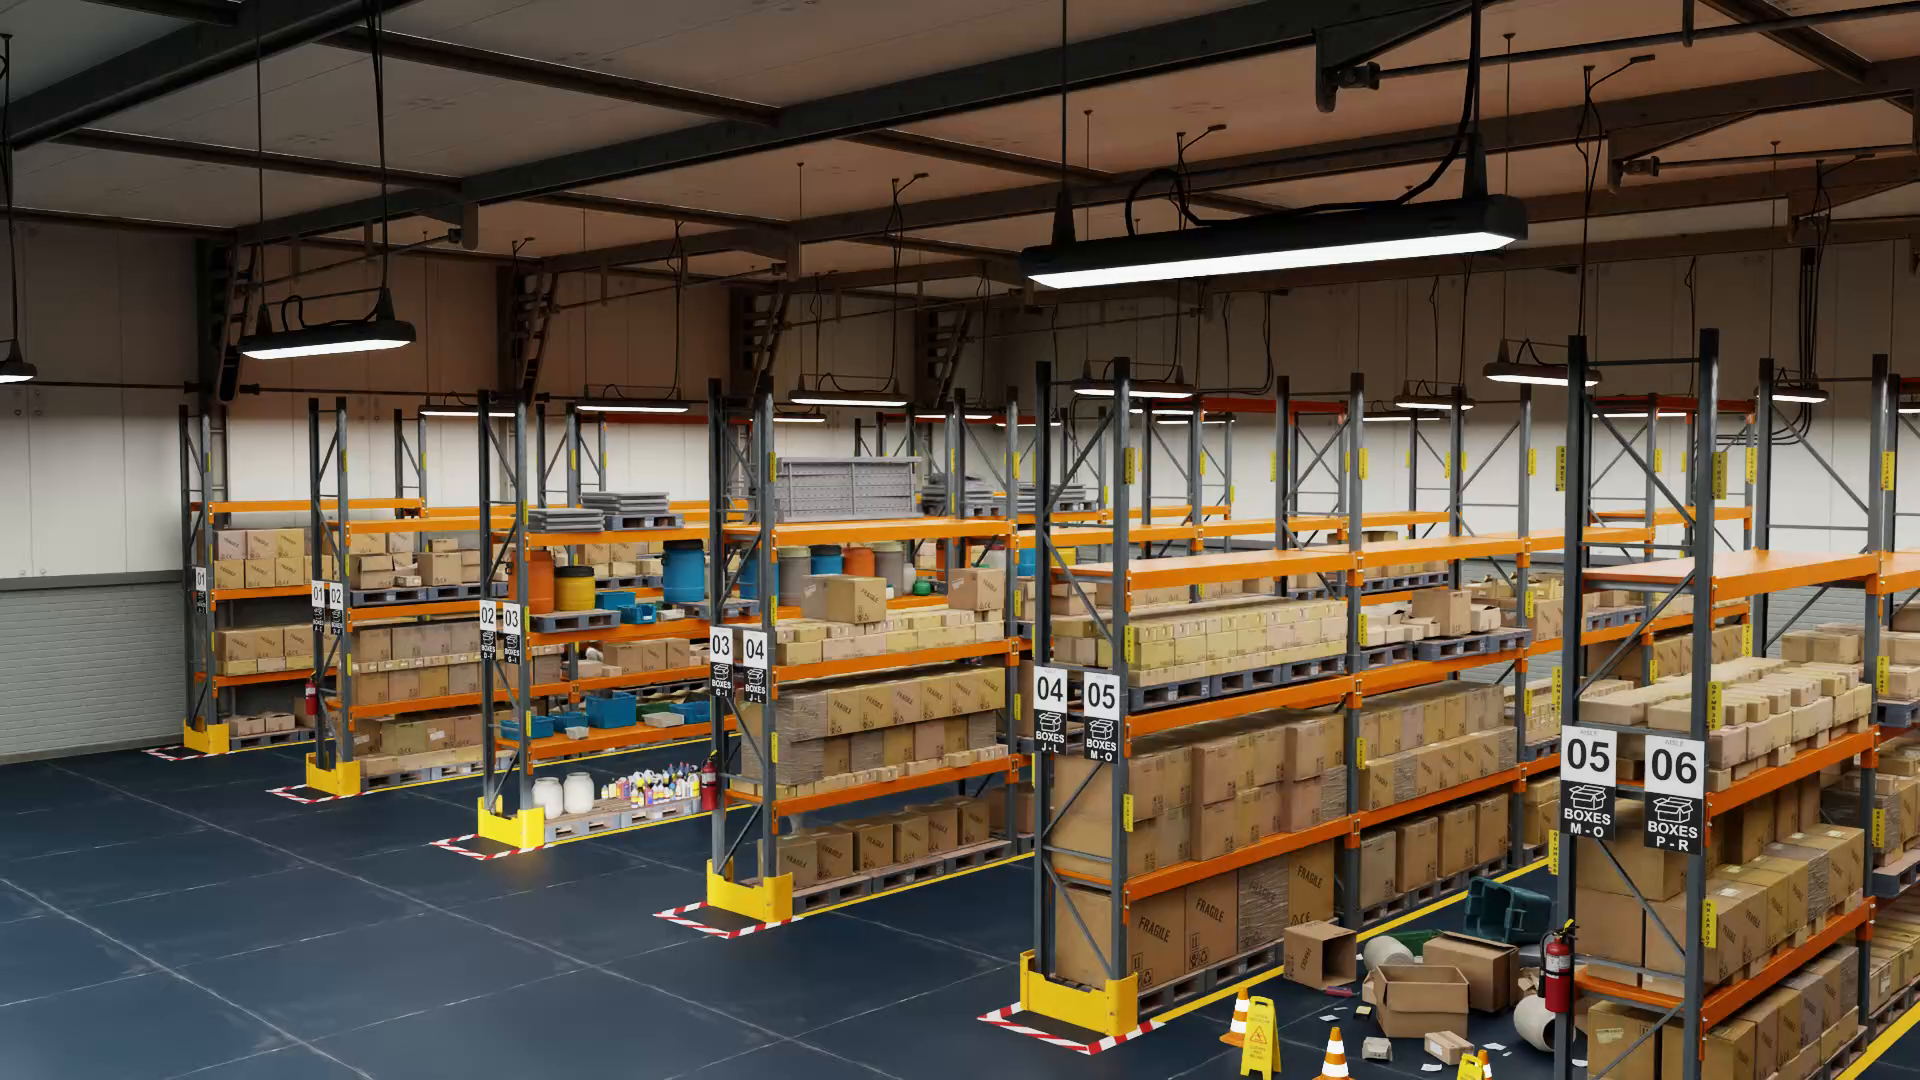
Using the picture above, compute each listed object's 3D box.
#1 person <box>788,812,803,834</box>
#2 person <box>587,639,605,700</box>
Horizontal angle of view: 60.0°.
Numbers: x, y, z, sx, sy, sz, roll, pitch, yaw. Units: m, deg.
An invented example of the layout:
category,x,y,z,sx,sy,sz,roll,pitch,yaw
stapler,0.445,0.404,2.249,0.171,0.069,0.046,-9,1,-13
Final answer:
category,x,y,z,sx,sy,sz,roll,pitch,yaw
person,-2.191,3.222,21.691,0.349,1.623,0.459,2,4,31
person,-6.899,2.618,31.295,0.669,1.775,0.566,-1,3,-14
